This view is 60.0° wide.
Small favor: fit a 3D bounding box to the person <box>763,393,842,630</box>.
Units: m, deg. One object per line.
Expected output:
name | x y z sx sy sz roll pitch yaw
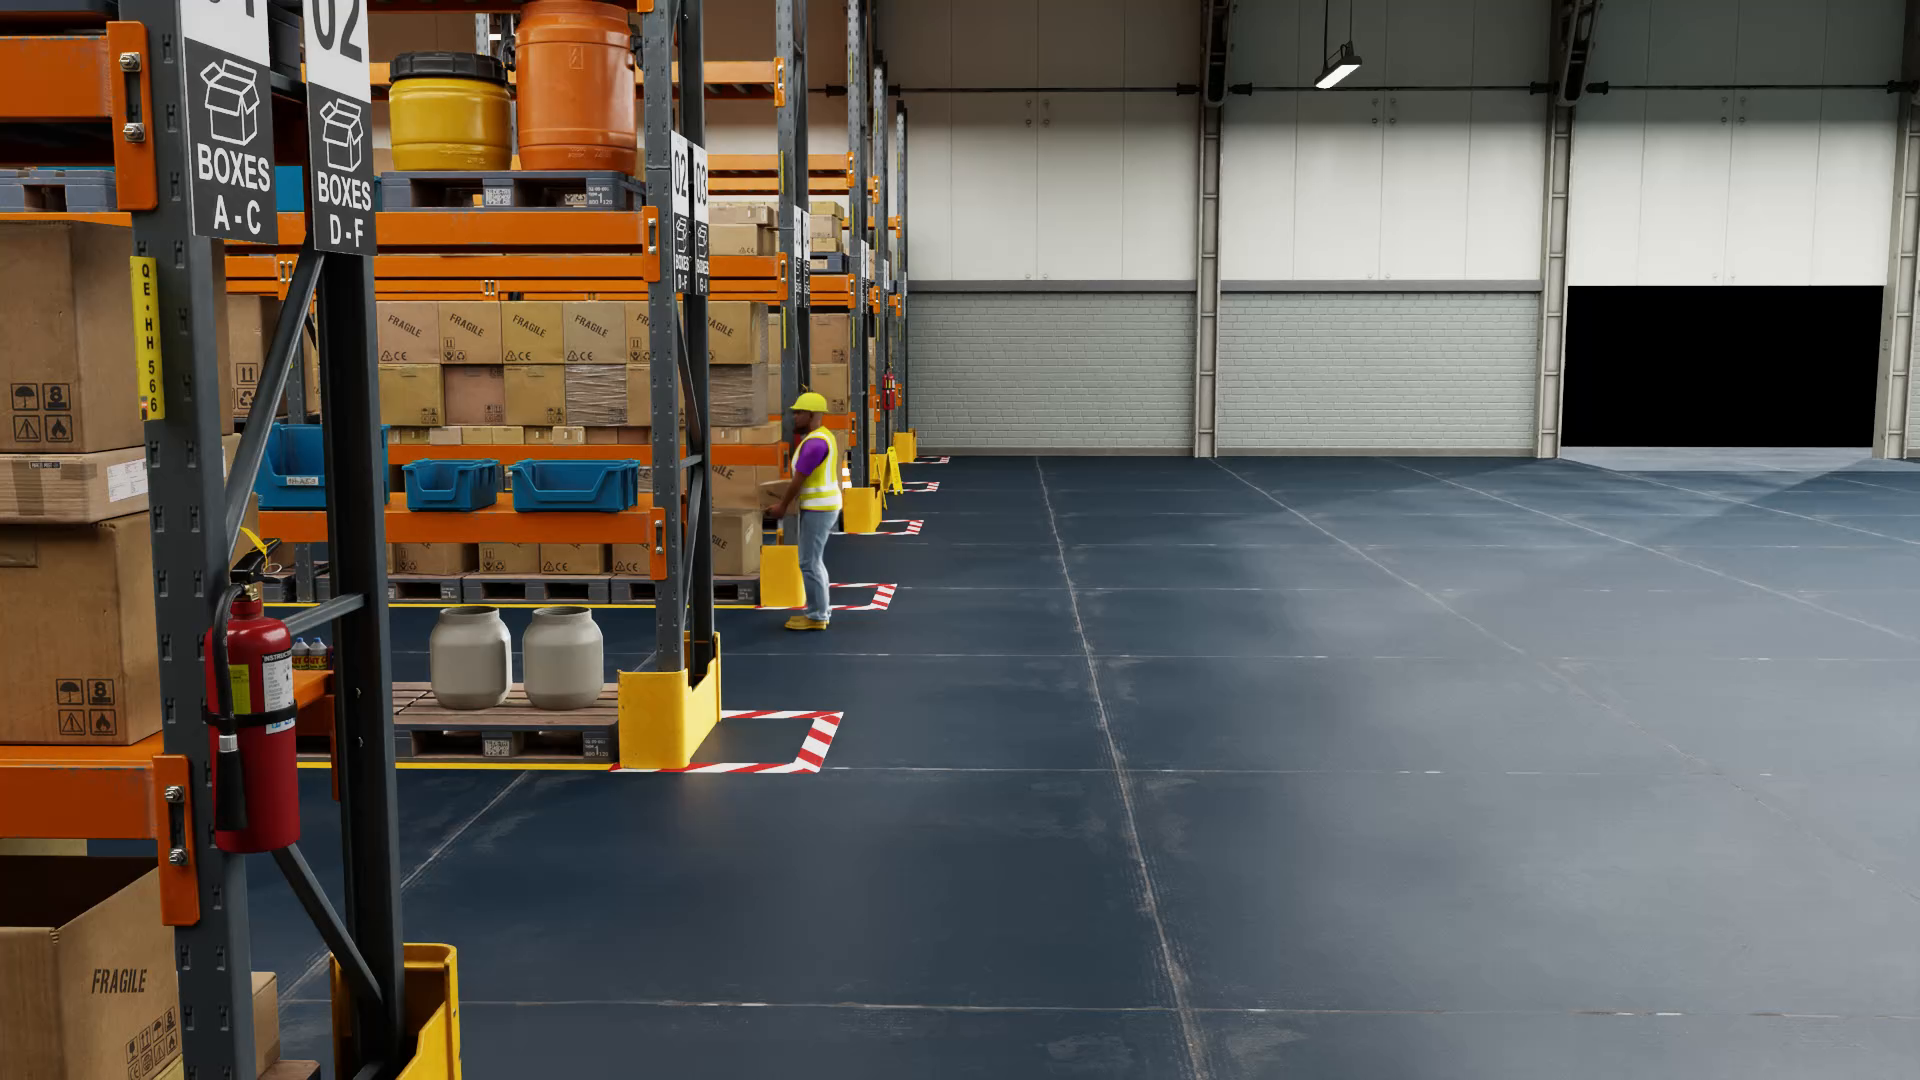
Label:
person | -1.167 -0.216 12.403 0.575 1.761 0.505 0 7 0
